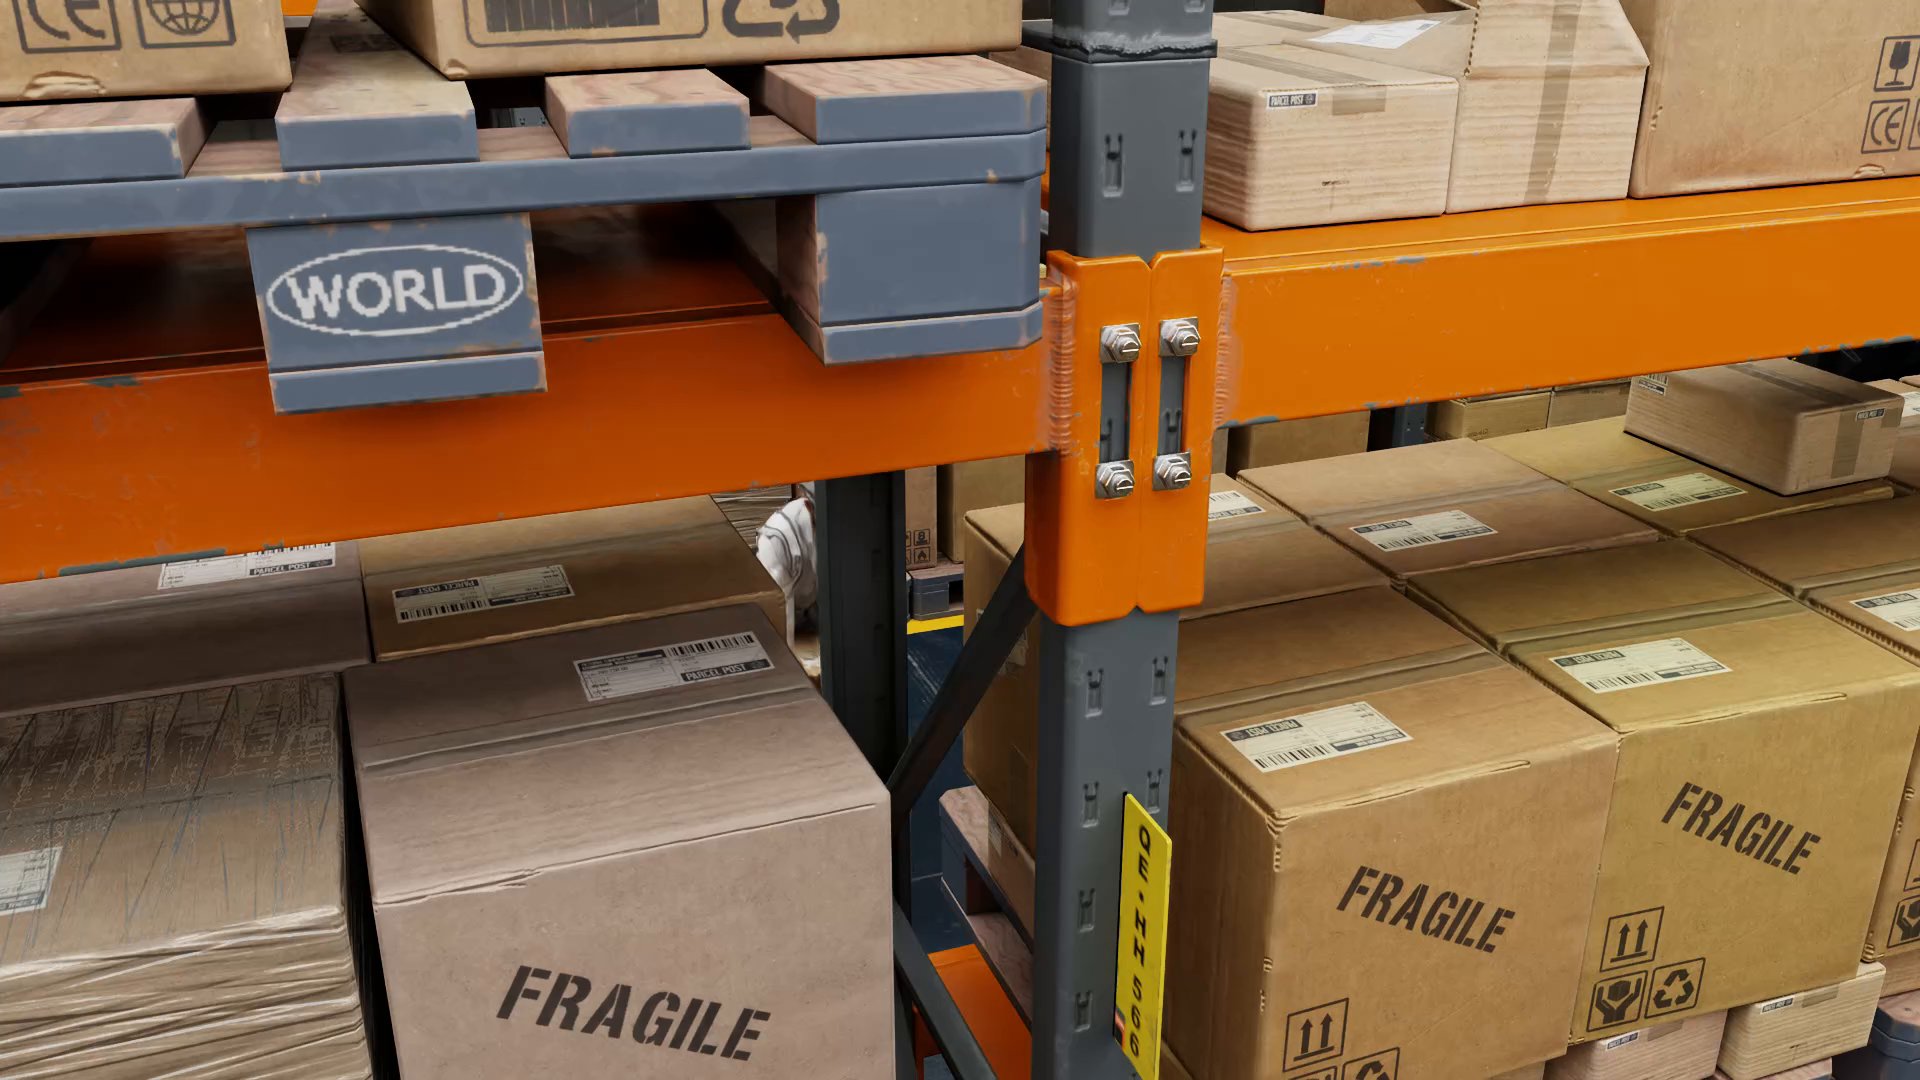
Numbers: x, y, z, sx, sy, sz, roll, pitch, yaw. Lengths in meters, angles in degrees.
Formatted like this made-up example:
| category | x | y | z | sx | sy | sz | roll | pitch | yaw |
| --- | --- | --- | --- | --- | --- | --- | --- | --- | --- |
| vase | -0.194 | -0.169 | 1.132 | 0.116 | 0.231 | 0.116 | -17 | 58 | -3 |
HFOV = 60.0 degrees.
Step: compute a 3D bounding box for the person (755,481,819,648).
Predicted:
| category | x | y | z | sx | sy | sz | roll | pitch | yaw |
| --- | --- | --- | --- | --- | --- | --- | --- | --- | --- |
| person | -0.450 | 0.382 | 5.365 | 0.406 | 1.530 | 0.695 | -9 | 24 | -20 |
